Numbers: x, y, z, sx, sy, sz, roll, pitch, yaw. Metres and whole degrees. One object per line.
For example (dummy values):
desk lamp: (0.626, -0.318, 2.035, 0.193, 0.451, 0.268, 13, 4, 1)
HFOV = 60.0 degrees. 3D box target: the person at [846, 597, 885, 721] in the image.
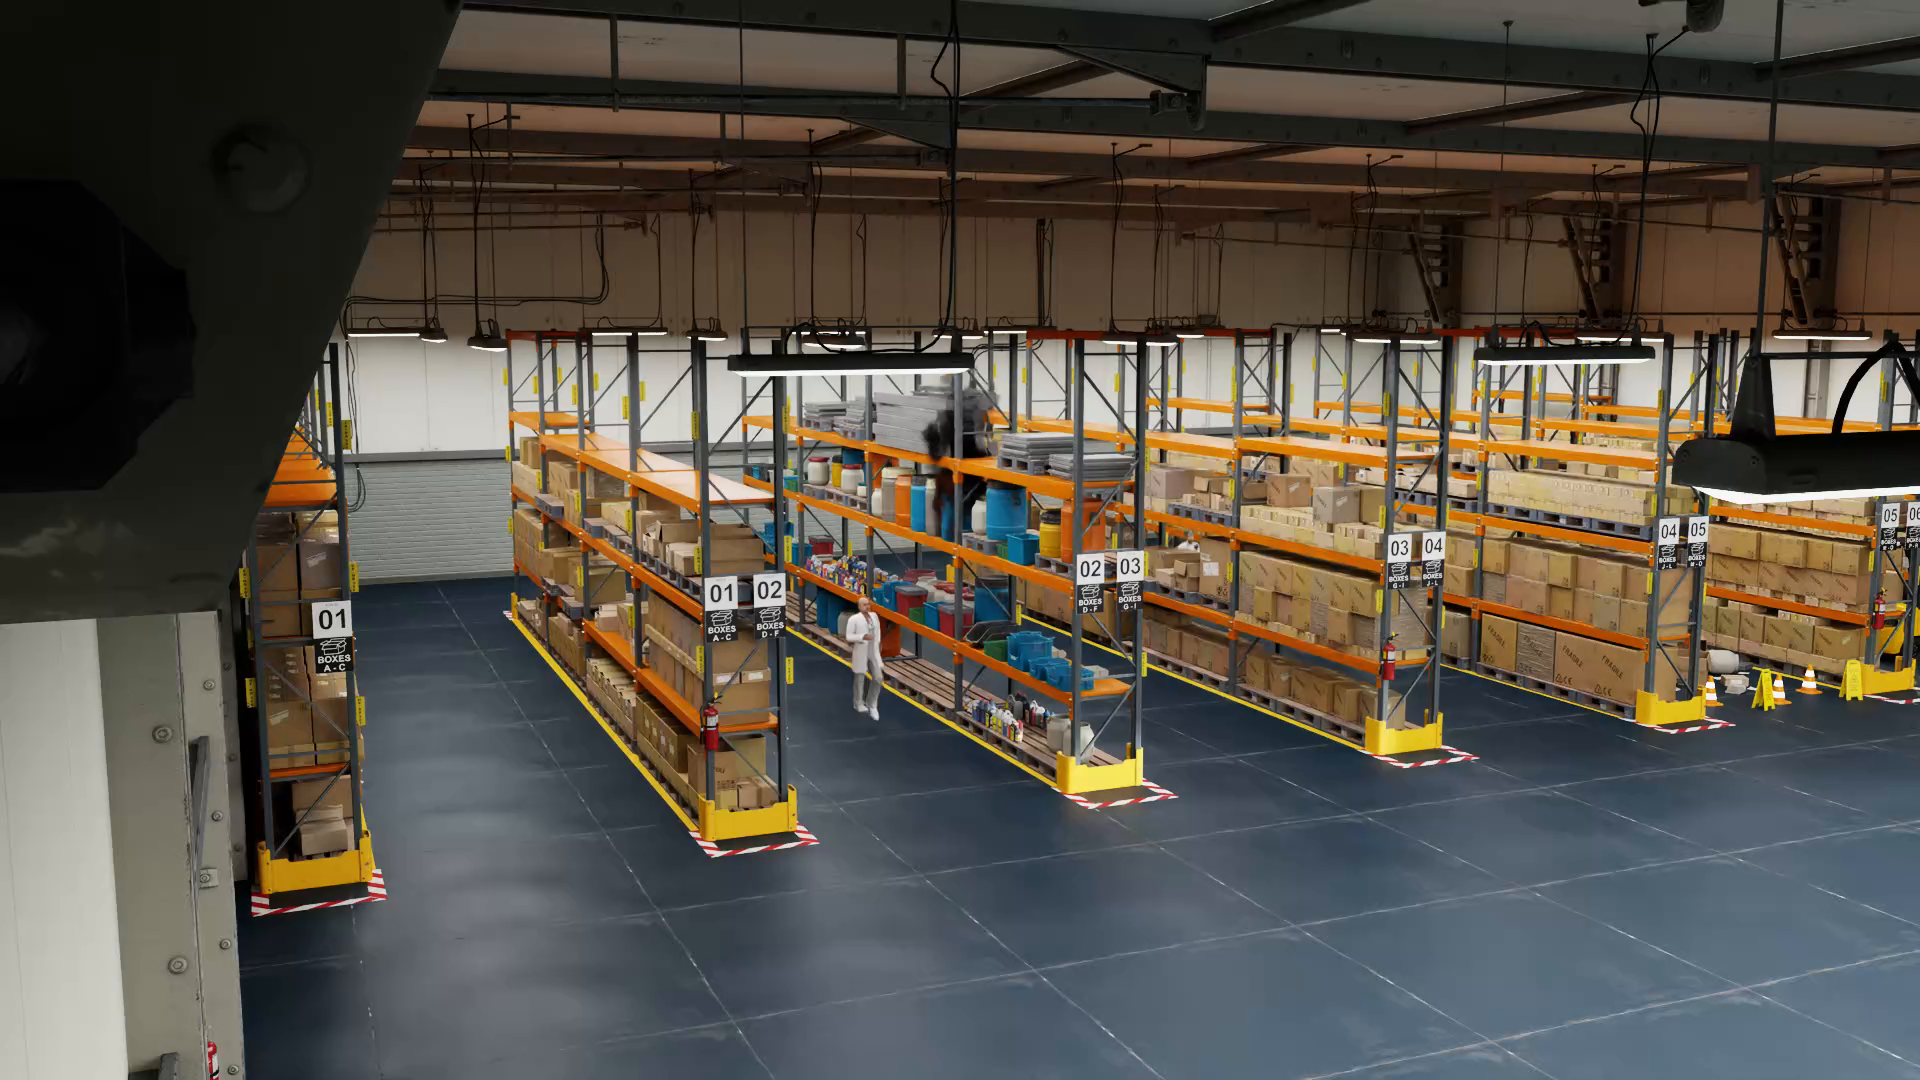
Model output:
person: (-1.389, 1.793, 25.031, 0.688, 1.872, 0.743, -4, 9, -30)

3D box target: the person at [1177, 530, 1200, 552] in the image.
person: (4.945, 0.618, 35.884, 0.610, 1.733, 0.779, -2, 8, -16)

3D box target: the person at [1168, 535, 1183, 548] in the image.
person: (5.446, -0.193, 41.919, 0.556, 1.650, 0.818, 2, 8, 13)
